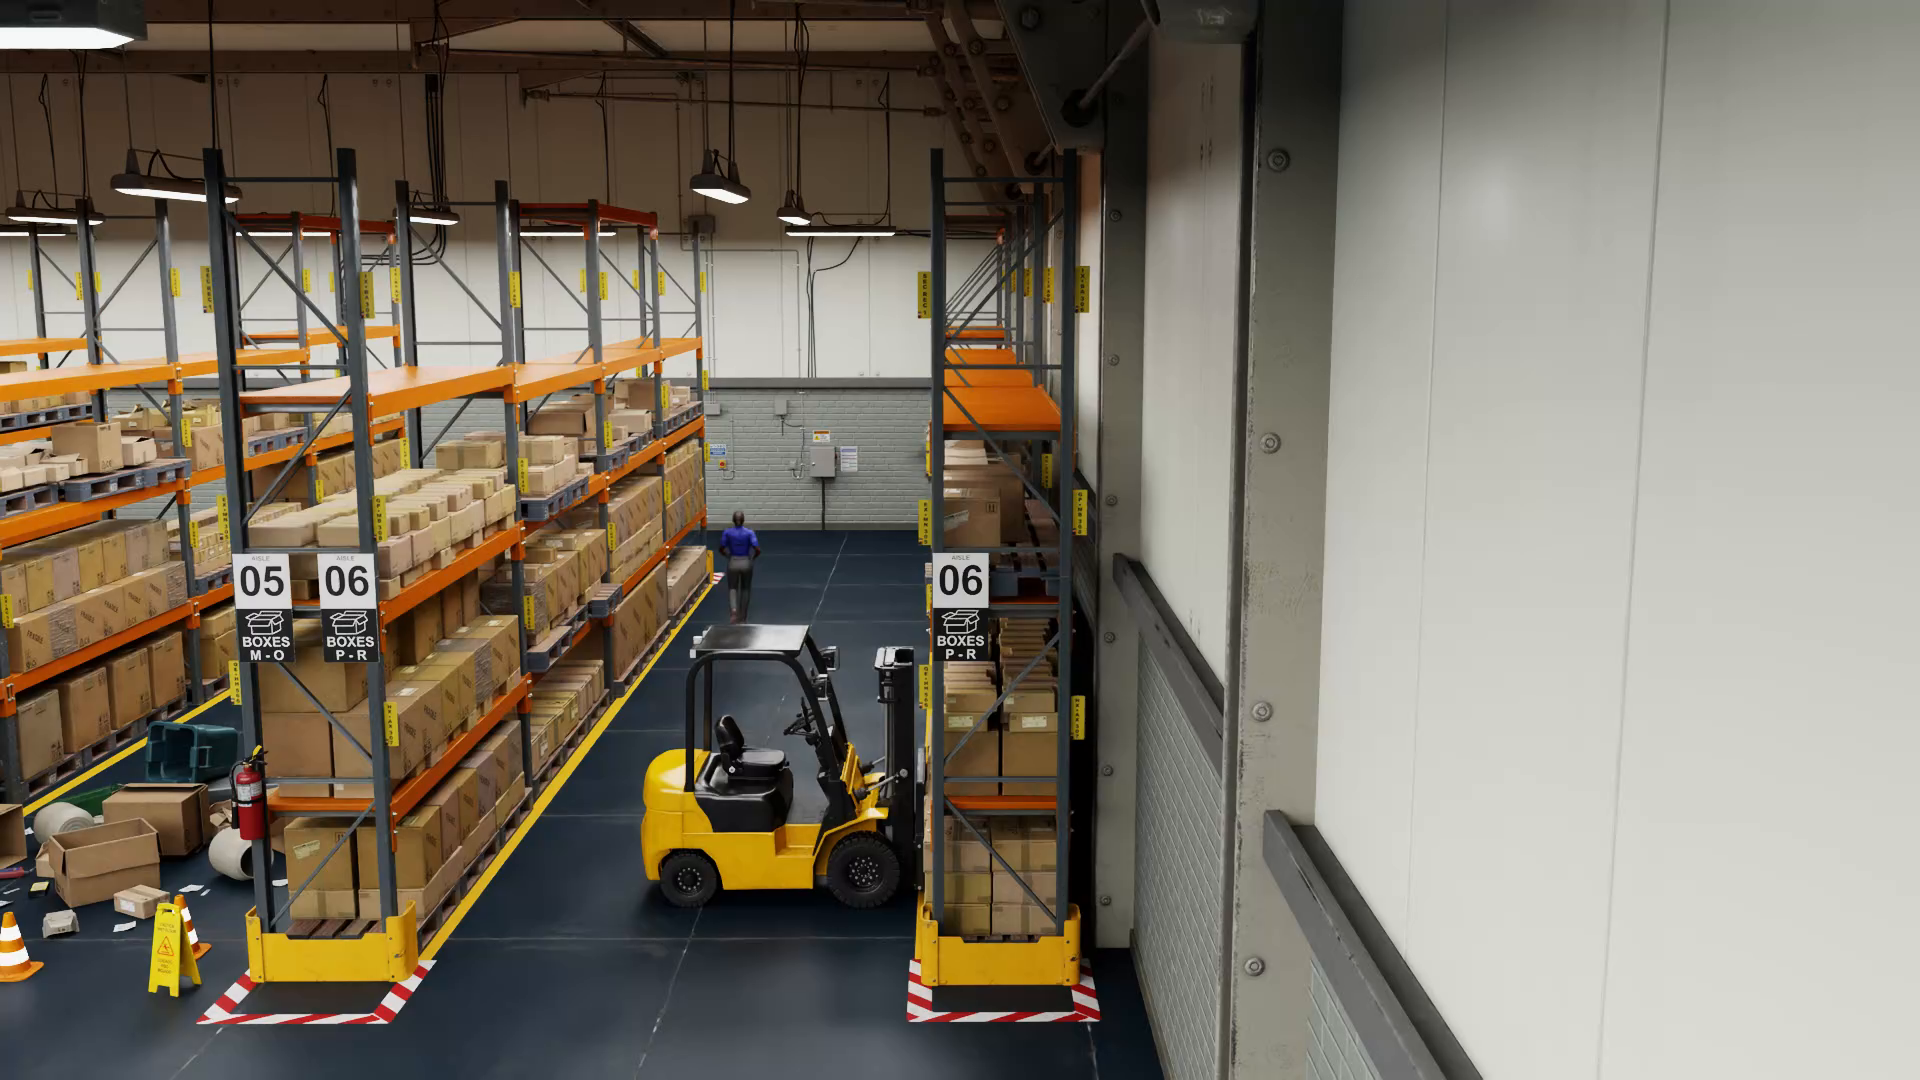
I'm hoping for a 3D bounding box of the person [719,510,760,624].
[{"bbox_3d":[-3.063,0.388,23.168,0.575,1.605,0.516,-1,9,-5],"label":"person"}]
